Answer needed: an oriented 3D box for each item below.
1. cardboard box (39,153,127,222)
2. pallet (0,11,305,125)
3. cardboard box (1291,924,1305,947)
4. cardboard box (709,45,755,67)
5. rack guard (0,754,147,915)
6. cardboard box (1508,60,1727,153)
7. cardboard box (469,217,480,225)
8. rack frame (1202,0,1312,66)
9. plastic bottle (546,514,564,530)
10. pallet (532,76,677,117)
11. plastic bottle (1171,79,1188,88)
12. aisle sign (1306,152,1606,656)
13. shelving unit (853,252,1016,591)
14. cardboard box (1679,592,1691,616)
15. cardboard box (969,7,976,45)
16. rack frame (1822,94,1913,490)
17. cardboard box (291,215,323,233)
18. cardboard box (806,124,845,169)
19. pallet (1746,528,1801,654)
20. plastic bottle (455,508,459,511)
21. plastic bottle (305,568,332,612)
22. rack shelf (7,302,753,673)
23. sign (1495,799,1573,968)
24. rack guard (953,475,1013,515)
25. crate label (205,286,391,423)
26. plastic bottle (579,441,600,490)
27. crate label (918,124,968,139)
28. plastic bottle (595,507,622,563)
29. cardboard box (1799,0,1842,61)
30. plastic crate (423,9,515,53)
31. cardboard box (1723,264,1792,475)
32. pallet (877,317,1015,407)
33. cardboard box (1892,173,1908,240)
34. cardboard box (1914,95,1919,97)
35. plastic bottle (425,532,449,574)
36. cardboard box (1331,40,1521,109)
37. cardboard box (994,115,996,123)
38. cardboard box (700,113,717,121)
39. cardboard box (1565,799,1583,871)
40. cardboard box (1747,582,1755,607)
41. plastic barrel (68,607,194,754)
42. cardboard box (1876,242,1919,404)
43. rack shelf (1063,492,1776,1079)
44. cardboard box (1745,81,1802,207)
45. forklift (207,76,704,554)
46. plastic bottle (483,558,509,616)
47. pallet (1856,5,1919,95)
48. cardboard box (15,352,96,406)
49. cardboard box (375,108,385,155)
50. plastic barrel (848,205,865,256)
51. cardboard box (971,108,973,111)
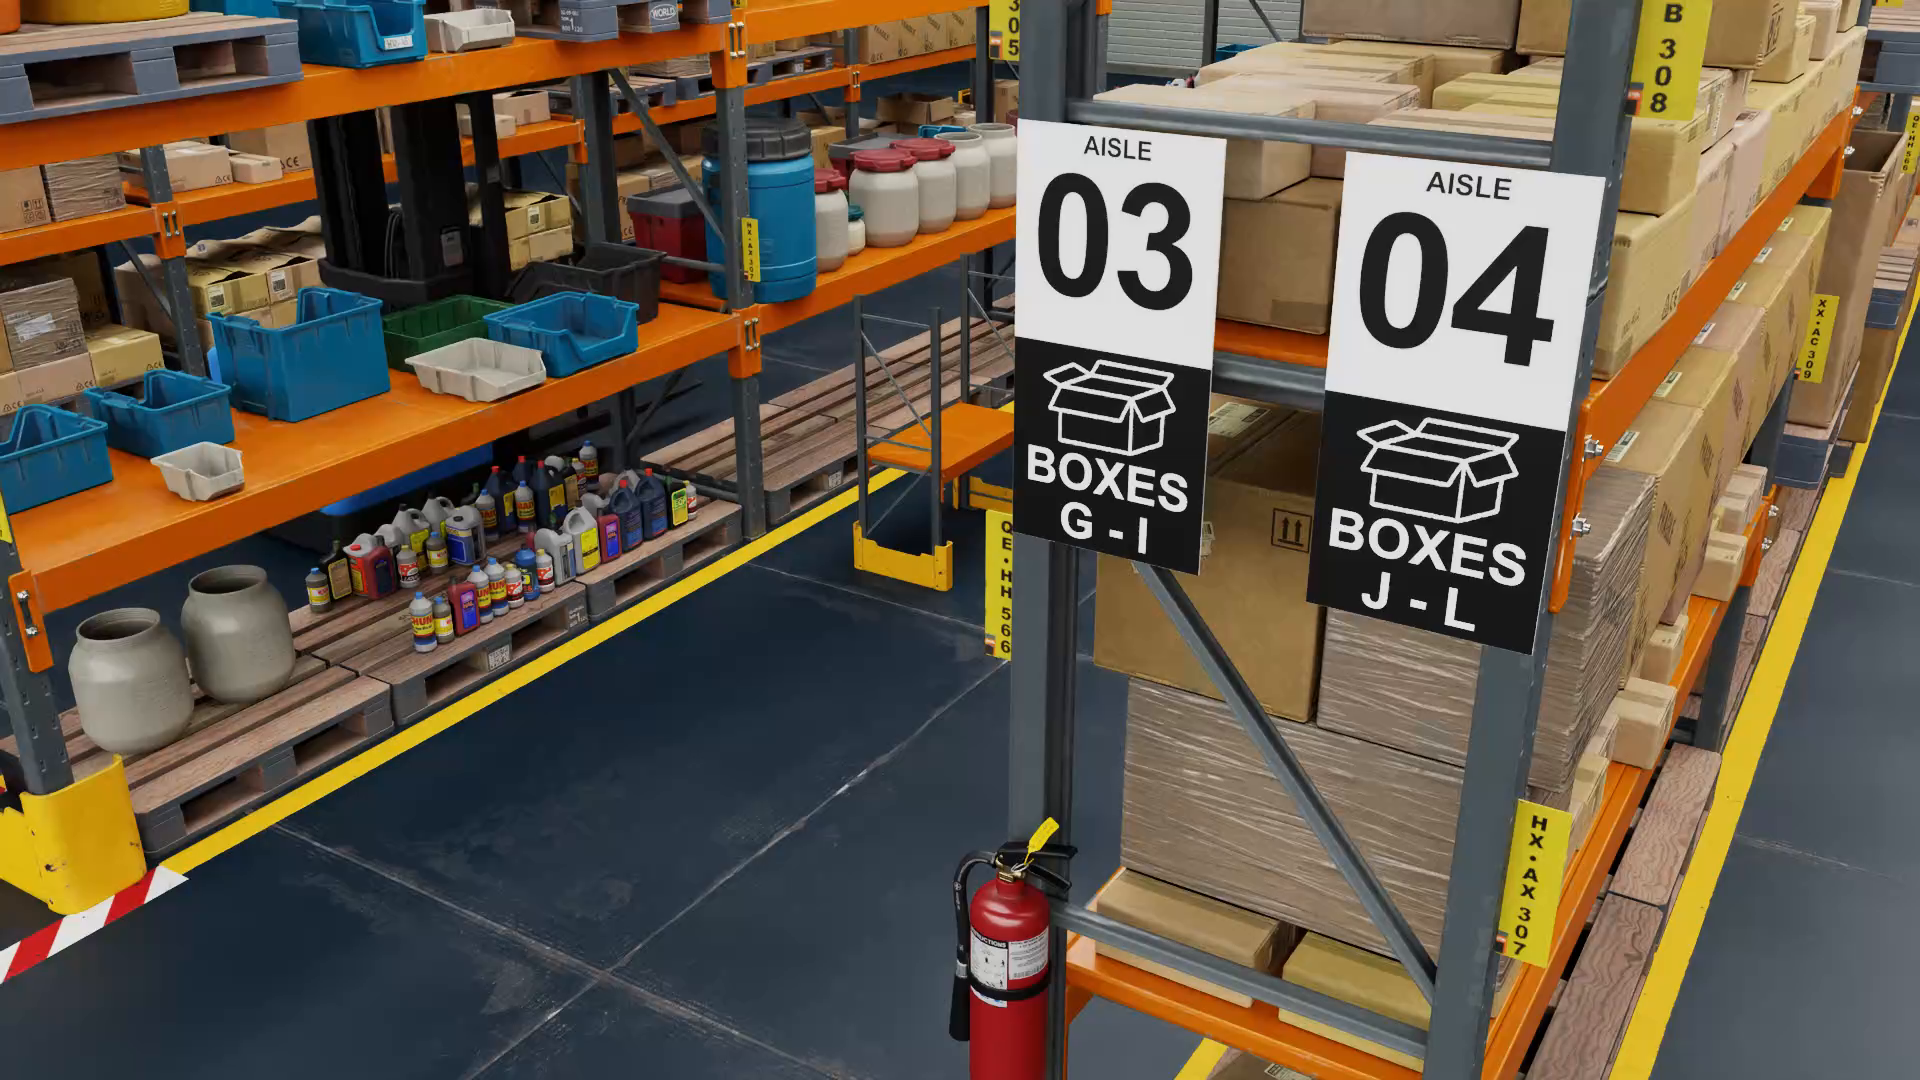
[{"bbox_3d":[-5.976,-2.424,10.948,0.700,0.500,0.500,13,27,28],"label":"cardboard box"},{"bbox_3d":[-3.131,-1.689,5.837,1.003,0.211,1.213,14,27,29],"label":"pallet"},{"bbox_3d":[0.665,0.789,3.967,0.380,0.149,0.250,14,27,29],"label":"cardboard box"},{"bbox_3d":[-2.406,-4.859,16.044,0.700,0.500,0.500,7,24,16],"label":"cardboard box"},{"bbox_3d":[-3.651,0.972,6.377,1.175,0.500,0.348,14,27,29],"label":"rack guard"},{"bbox_3d":[1.351,-0.893,3.447,0.380,0.149,0.250,15,28,31],"label":"cardboard box"},{"bbox_3d":[-4.241,-2.493,13.459,0.500,0.311,0.500,14,27,29],"label":"cardboard box"},{"bbox_3d":[2.679,-4.190,15.154,1.000,3.000,0.127,14,27,29],"label":"rack frame"},{"bbox_3d":[-2.008,-0.007,8.355,0.061,0.283,0.133,14,27,29],"label":"plastic bottle"},{"bbox_3d":[-3.339,-4.035,15.036,1.213,0.211,1.003,14,27,29],"label":"pallet"},{"bbox_3d":[1.918,-3.933,14.717,0.152,0.276,0.135,14,27,29],"label":"plastic bottle"},{"bbox_3d":[0.779,-0.211,2.690,0.394,0.787,0.004,14,27,29],"label":"aisle sign"},{"bbox_3d":[-0.040,-0.663,8.893,0.587,1.500,1.083,14,27,29],"label":"shelving unit"},{"bbox_3d":[2.102,0.209,5.308,0.380,0.149,0.250,14,27,29],"label":"cardboard box"},{"bbox_3d":[0.039,-6.074,19.380,0.500,0.500,0.500,14,27,29],"label":"cardboard box"},{"bbox_3d":[4.777,-1.802,9.637,1.000,3.000,0.127,14,27,29],"label":"rack frame"},{"bbox_3d":[-4.974,-2.428,13.310,0.500,0.311,0.500,13,27,28],"label":"cardboard box"},{"bbox_3d":[-1.544,-4.058,17.440,0.500,0.500,0.500,14,27,29],"label":"cardboard box"},{"bbox_3d":[3.719,0.151,8.636,1.003,0.211,1.213,14,27,29],"label":"pallet"},{"bbox_3d":[-2.588,-0.068,8.600,0.097,0.201,0.097,0,23,0],"label":"plastic bottle"},{"bbox_3d":[-3.054,0.230,7.911,0.097,0.201,0.097,0,23,0],"label":"plastic bottle"},{"bbox_3d":[-2.596,-0.485,7.500,1.077,0.370,4.000,14,27,29],"label":"rack shelf"},{"bbox_3d":[1.018,0.614,2.966,0.100,0.325,0.005,14,27,29],"label":"sign"},{"bbox_3d":[0.222,-0.257,9.529,0.587,0.250,0.087,14,27,29],"label":"rack guard"},{"bbox_3d":[-2.910,-0.834,7.357,0.502,0.435,0.616,14,27,29],"label":"crate label"},{"bbox_3d":[-2.081,-0.424,9.335,0.097,0.271,0.097,0,23,0],"label":"plastic bottle"},{"bbox_3d":[-0.185,-2.578,11.384,0.502,0.435,0.616,14,27,29],"label":"crate label"},{"bbox_3d":[-1.787,-0.039,8.430,0.061,0.283,0.133,16,28,32],"label":"plastic bottle"},{"bbox_3d":[2.340,-1.500,4.851,0.380,0.149,0.250,13,27,27],"label":"cardboard box"},{"bbox_3d":[-2.044,-2.119,6.926,0.243,0.136,0.396,14,27,29],"label":"plastic crate"},{"bbox_3d":[2.136,-0.546,4.977,0.500,0.500,0.500,14,27,29],"label":"cardboard box"},{"bbox_3d":[0.128,-1.307,12.004,1.003,0.211,1.213,14,27,29],"label":"pallet"},{"bbox_3d":[5.535,-2.130,10.268,0.500,0.500,0.500,13,27,28],"label":"cardboard box"},{"bbox_3d":[7.357,-3.672,12.827,0.500,0.500,0.500,14,27,29],"label":"cardboard box"},{"bbox_3d":[-2.615,0.058,8.309,0.097,0.201,0.097,0,23,0],"label":"plastic bottle"},{"bbox_3d":[1.075,-1.078,3.875,0.380,0.149,0.250,14,27,30],"label":"cardboard box"},{"bbox_3d":[0.215,-5.128,20.333,0.380,0.166,0.250,14,27,29],"label":"cardboard box"},{"bbox_3d":[-2.517,-4.179,16.776,0.500,0.250,0.500,14,27,29],"label":"cardboard box"},{"bbox_3d":[1.317,0.717,4.135,0.380,0.149,0.250,14,27,29],"label":"cardboard box"},{"bbox_3d":[3.572,-0.056,8.196,0.700,0.500,0.500,11,26,24],"label":"cardboard box"},{"bbox_3d":[-3.368,0.571,6.759,0.421,0.512,0.421,0,23,0],"label":"plastic barrel"},{"bbox_3d":[5.636,-1.548,11.195,1.225,0.875,0.875,14,27,29],"label":"cardboard box"},{"bbox_3d":[1.612,0.553,5.103,1.077,0.370,4.000,14,27,29],"label":"rack shelf"},{"bbox_3d":[1.833,-1.037,4.282,0.500,0.250,0.500,15,27,30],"label":"cardboard box"},{"bbox_3d":[-2.838,-1.782,9.677,1.130,2.935,3.031,15,28,31],"label":"forklift"},{"bbox_3d":[-2.196,0.214,7.860,0.097,0.271,0.097,0,23,0],"label":"plastic bottle"},{"bbox_3d":[3.083,-1.929,6.390,1.213,0.211,1.003,14,27,29],"label":"pallet"},{"bbox_3d":[-6.078,-1.091,10.928,0.500,0.250,0.500,14,27,29],"label":"cardboard box"},{"bbox_3d":[-4.786,-3.178,12.689,0.500,0.500,0.500,14,27,29],"label":"cardboard box"},{"bbox_3d":[-0.712,-1.841,9.902,0.301,0.262,0.301,0,23,0],"label":"plastic barrel"},{"bbox_3d":[-0.062,-5.328,20.793,0.380,0.166,0.250,14,27,29],"label":"cardboard box"}]
